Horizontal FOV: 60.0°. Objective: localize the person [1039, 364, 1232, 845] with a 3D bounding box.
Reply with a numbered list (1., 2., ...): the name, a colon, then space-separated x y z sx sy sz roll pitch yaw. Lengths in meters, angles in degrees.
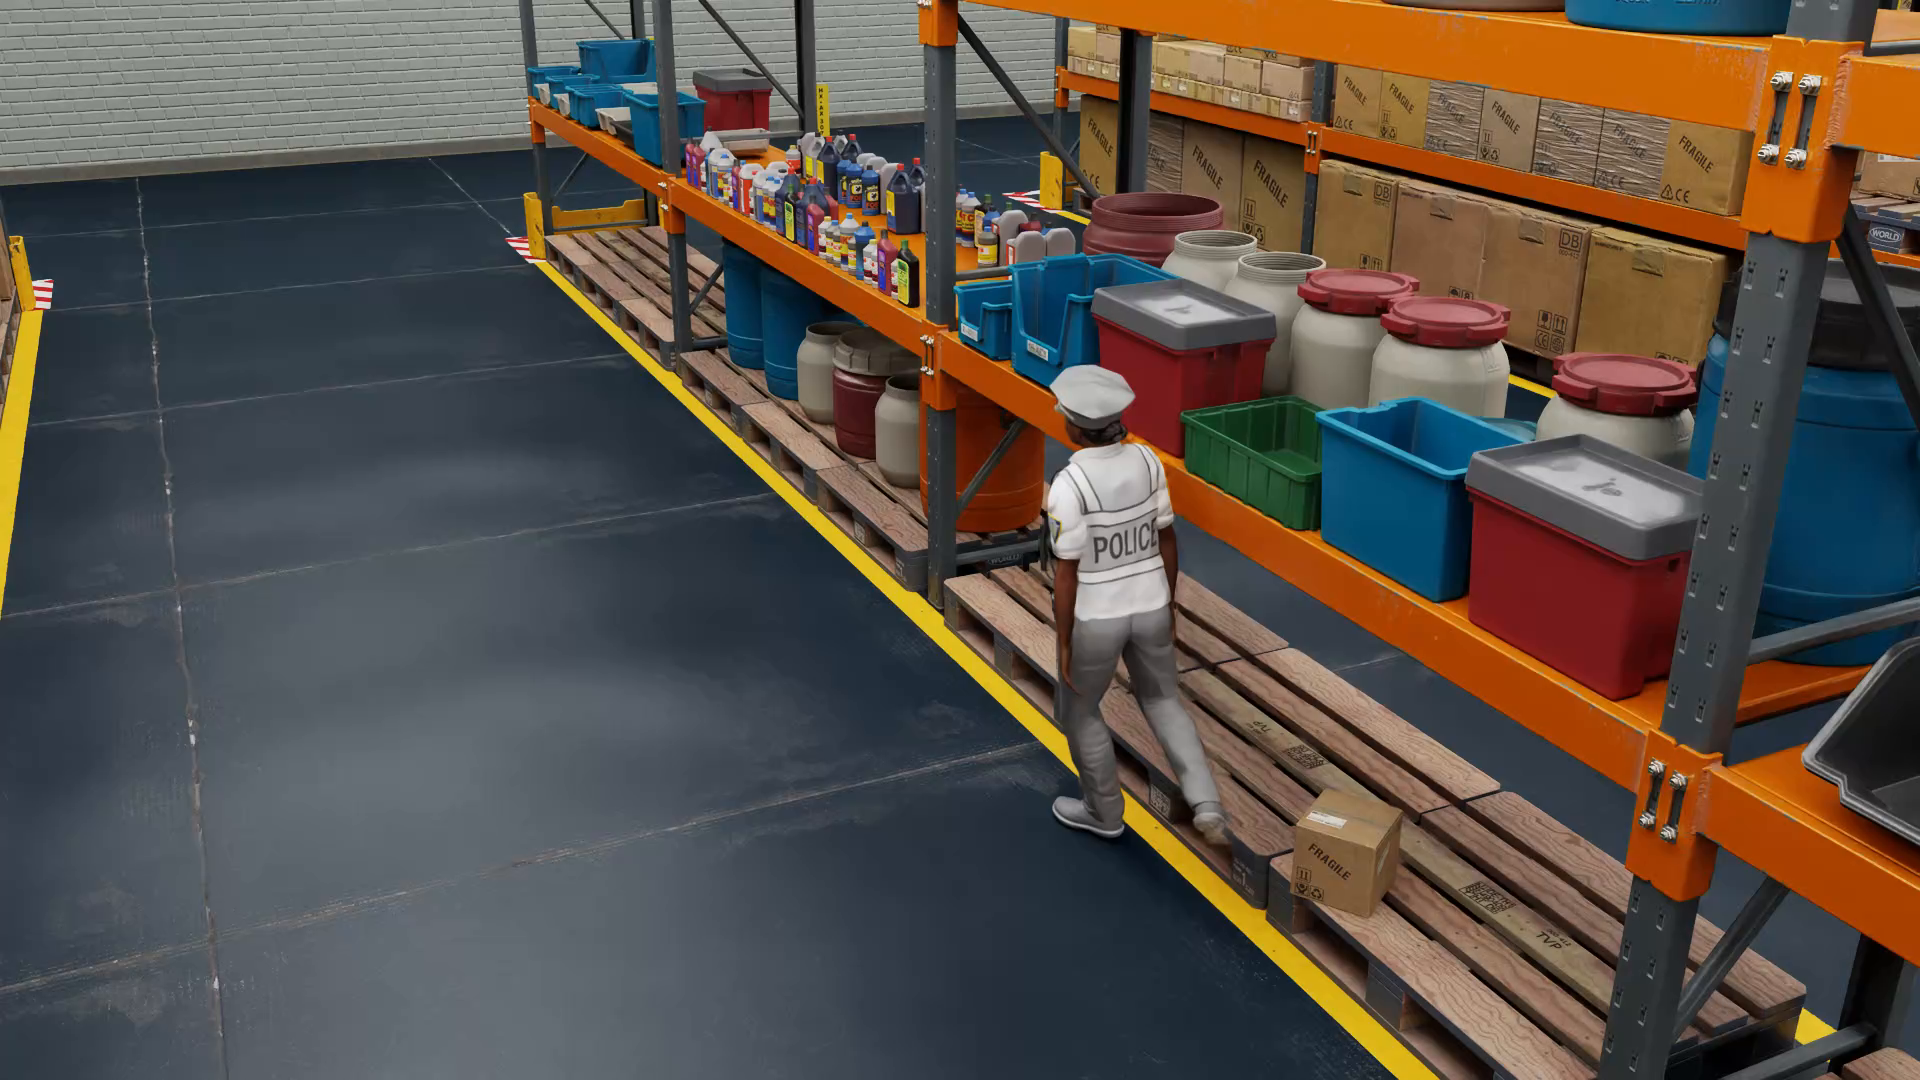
1. person: 0.580 0.285 5.379 0.525 1.657 0.682 -13 25 -28
